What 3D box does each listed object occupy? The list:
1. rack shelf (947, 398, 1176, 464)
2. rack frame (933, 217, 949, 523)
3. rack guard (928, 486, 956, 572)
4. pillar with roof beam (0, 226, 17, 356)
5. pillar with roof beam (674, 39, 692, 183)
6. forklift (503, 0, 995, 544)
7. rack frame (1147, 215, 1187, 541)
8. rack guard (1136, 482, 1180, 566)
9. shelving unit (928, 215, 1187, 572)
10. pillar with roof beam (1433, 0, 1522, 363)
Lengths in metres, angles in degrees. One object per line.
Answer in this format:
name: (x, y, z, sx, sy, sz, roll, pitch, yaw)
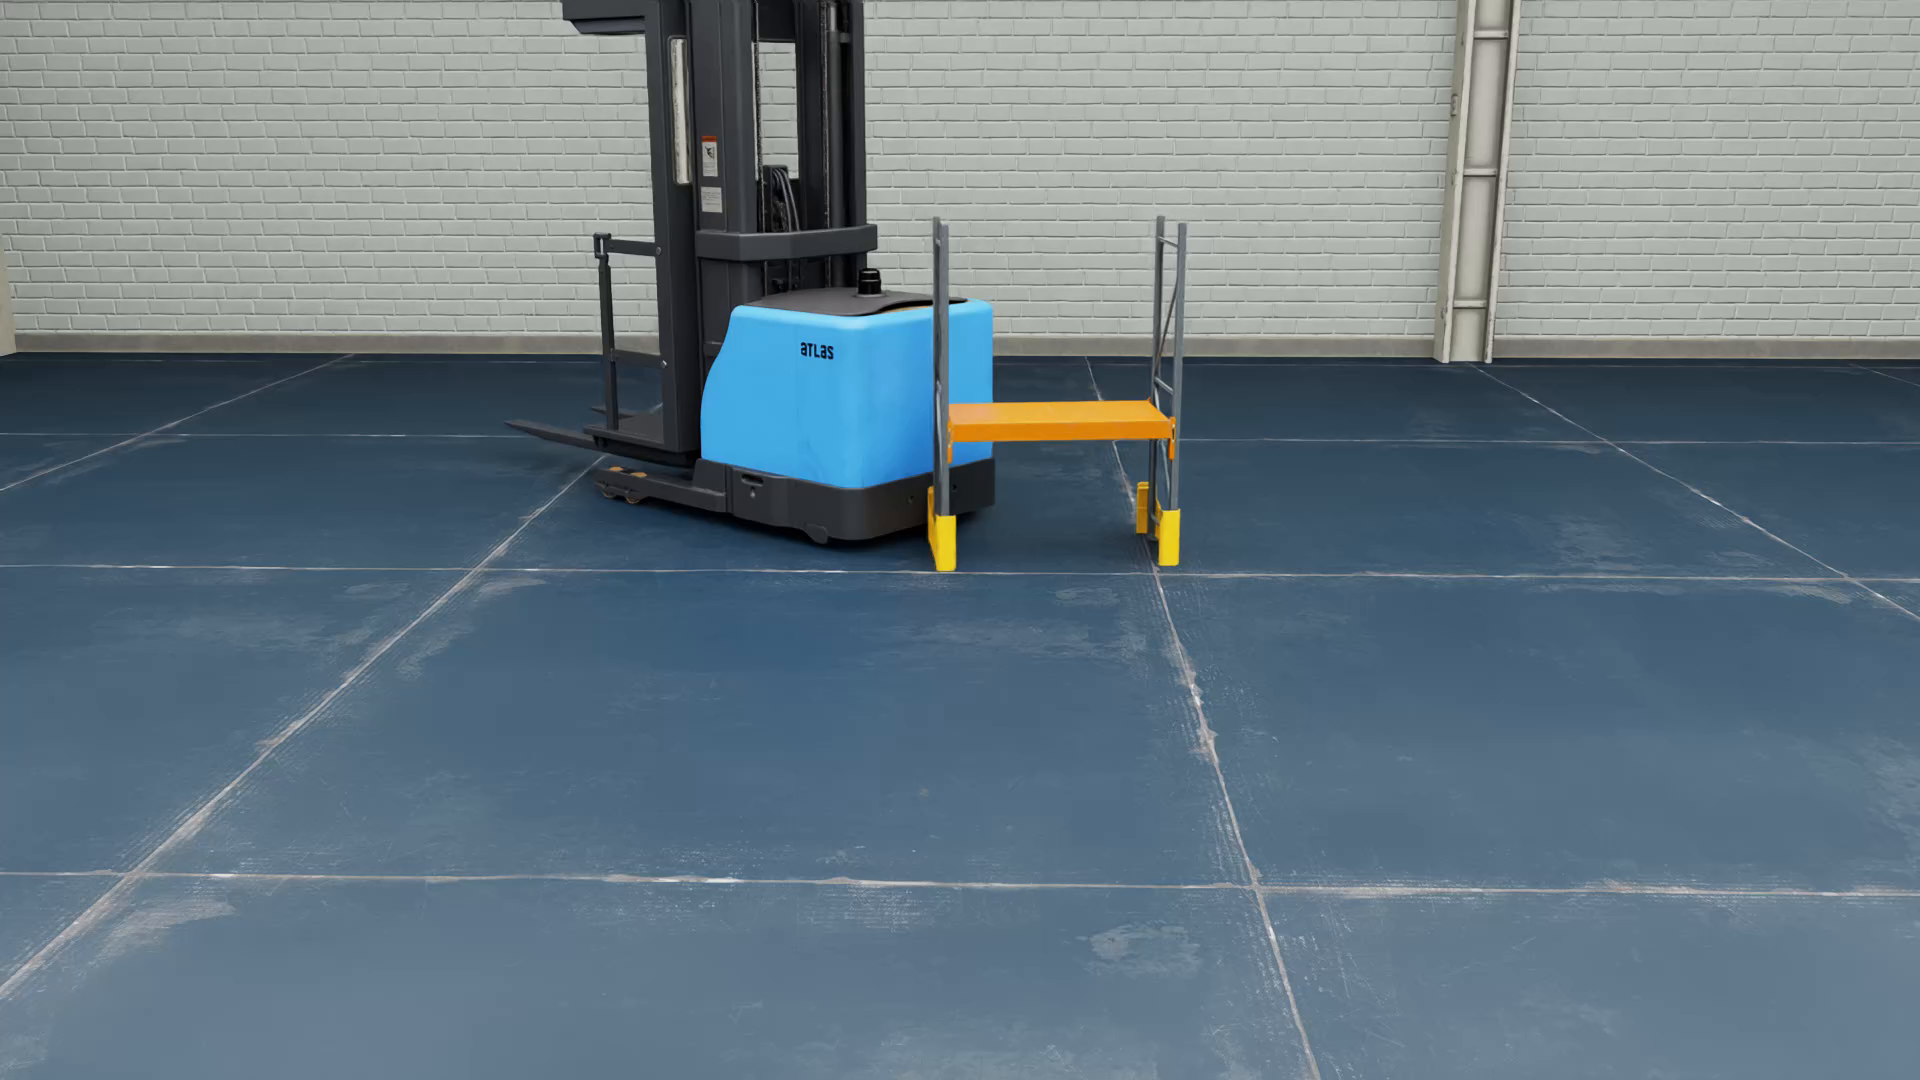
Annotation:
rack shelf: (0.421, -0.499, 7.495, 1.000, 0.185, 0.538, -1, 15, -5)
rack frame: (-0.085, -0.661, 7.404, 0.032, 1.500, 0.500, -1, 15, -5)
rack guard: (-0.084, -0.056, 7.564, 0.087, 0.250, 0.587, -1, 15, -5)
pillar with roof beam: (-8.090, -4.773, 8.293, 0.400, 9.000, 9.100, 0, 15, 1)
pillar with roof beam: (-2.092, -4.734, 8.145, 0.400, 9.000, 9.100, 0, 15, 1)
forklift: (-1.266, -1.689, 8.497, 3.031, 2.935, 1.130, 13, 19, 40)
rack frame: (0.928, -0.684, 7.493, 0.032, 1.500, 0.500, -1, 15, -5)
rack guard: (0.908, -0.079, 7.651, 0.087, 0.250, 0.587, -1, 15, -5)
shelving unit: (0.412, -0.672, 7.448, 1.083, 1.500, 0.587, -1, 15, -5)
pillar with roof beam: (3.906, -4.695, 7.996, 0.400, 9.000, 9.100, 0, 15, 1)
